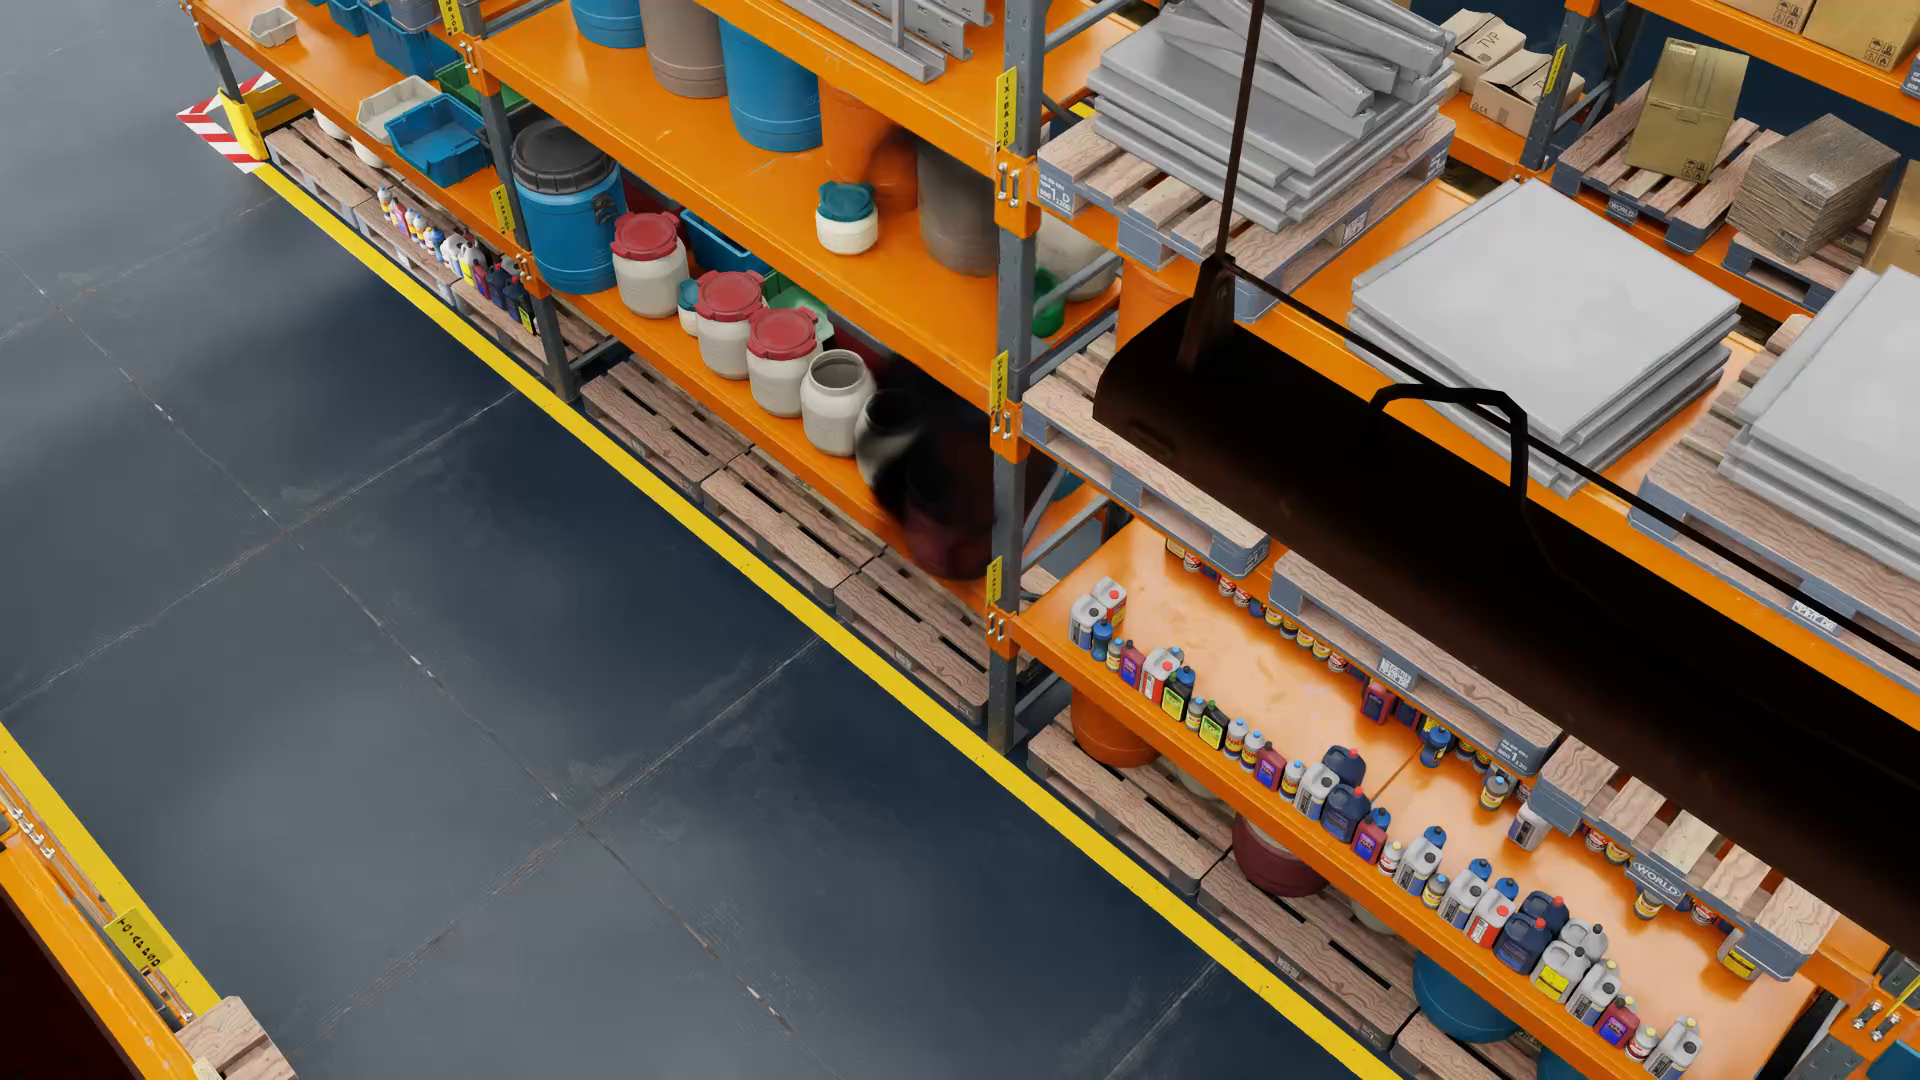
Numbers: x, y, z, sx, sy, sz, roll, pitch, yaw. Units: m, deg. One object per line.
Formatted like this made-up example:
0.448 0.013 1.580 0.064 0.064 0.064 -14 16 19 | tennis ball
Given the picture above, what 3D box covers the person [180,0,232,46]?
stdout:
-6.084 -4.687 13.175 0.578 1.749 0.674 -14 51 -11 | person
